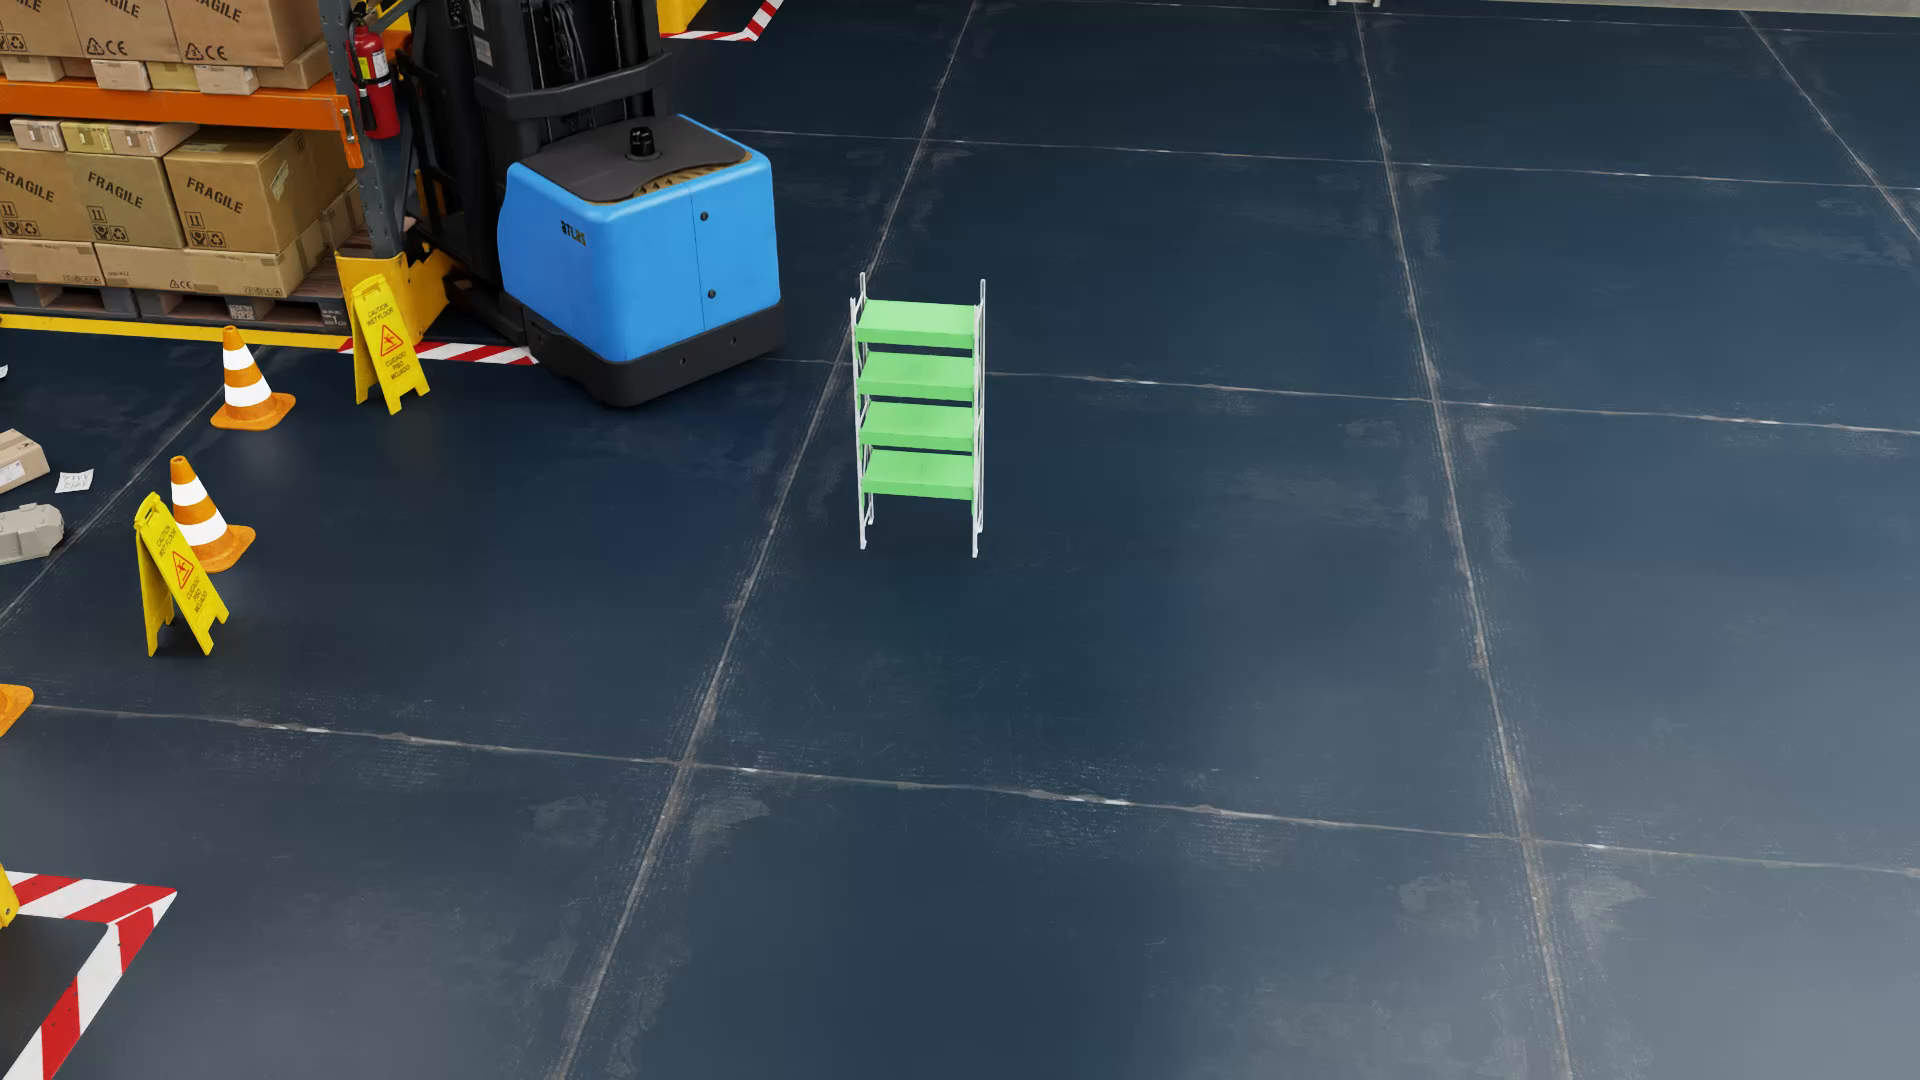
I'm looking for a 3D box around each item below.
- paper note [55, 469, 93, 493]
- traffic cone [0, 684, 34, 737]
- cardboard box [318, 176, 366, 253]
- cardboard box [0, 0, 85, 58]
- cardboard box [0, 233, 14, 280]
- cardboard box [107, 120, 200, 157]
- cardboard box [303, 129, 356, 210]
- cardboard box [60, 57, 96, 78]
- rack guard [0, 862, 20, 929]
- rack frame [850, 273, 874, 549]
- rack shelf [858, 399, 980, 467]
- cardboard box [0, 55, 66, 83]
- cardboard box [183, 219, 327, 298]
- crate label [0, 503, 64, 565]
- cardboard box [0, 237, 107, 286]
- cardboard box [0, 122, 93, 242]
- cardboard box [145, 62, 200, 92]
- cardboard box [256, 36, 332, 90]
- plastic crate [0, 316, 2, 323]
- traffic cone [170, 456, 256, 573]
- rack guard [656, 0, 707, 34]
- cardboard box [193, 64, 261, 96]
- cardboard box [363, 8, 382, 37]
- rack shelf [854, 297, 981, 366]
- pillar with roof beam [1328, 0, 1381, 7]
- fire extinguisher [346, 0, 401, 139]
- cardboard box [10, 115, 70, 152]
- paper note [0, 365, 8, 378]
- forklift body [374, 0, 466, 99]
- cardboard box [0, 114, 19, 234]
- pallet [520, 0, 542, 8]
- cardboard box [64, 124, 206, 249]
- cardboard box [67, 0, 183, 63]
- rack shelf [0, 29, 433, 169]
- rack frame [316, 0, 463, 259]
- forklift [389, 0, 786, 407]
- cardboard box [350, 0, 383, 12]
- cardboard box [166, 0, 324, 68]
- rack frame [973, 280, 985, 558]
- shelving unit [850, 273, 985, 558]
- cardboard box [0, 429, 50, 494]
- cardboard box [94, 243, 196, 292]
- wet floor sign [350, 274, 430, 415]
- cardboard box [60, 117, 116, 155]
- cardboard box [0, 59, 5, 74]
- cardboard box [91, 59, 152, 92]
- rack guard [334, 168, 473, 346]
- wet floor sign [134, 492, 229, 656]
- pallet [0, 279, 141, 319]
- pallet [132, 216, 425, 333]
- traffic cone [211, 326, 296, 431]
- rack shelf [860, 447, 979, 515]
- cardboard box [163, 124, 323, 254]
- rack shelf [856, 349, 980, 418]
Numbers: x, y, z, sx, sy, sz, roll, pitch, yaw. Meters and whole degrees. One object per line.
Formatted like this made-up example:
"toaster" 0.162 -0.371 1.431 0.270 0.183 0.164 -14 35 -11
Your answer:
"paper note" -4.050 -0.272 7.605 0.142 0.019 0.148 -7 36 -10
"traffic cone" -3.735 0.477 6.184 0.334 0.463 0.336 4 36 6
"cardboard box" -3.624 -1.829 9.236 0.500 0.250 0.500 4 36 6
"cardboard box" -4.424 -2.680 8.081 0.500 0.500 0.500 4 36 6
"cardboard box" -5.218 -1.636 8.965 0.500 0.250 0.500 4 36 5
"cardboard box" -4.060 -2.076 8.379 0.250 0.149 0.380 5 36 7
"cardboard box" -3.648 -2.135 9.020 0.500 0.500 0.500 3 36 4
"cardboard box" -4.270 -2.448 8.314 0.250 0.149 0.380 5 36 7
"rack guard" -3.366 1.321 4.969 0.348 0.500 1.175 4 36 6
"rack frame" -0.406 -0.519 6.944 0.015 1.200 0.240 4 36 6
"rack shelf" -0.164 -0.449 6.956 0.480 0.148 0.258 4 36 6
"cardboard box" -4.535 -2.414 8.267 0.250 0.149 0.380 4 36 5
"cardboard box" -3.719 -1.516 8.798 0.500 0.250 0.500 4 36 6
"crate label" -4.042 -0.039 7.187 0.298 0.136 0.250 -14 38 -18
"cardboard box" -4.728 -1.593 8.905 0.500 0.250 0.500 3 36 4
"cardboard box" -4.705 -1.902 8.693 0.500 0.500 0.500 3 36 5
"cardboard box" -3.774 -2.346 8.171 0.250 0.149 0.380 4 36 5
"cardboard box" -3.257 -2.360 8.191 0.250 0.149 0.380 5 36 8
"plastic crate" -5.374 -1.077 8.690 0.583 0.080 0.402 -7 36 -10
"traffic cone" -3.254 -0.149 7.061 0.334 0.463 0.336 4 36 6
"rack guard" -2.207 -4.399 12.983 0.348 0.500 1.175 4 36 6
"cardboard box" -3.523 -2.315 8.128 0.250 0.149 0.380 4 36 5
"cardboard box" -3.170 -2.600 8.527 0.250 0.149 0.380 4 36 6
"rack shelf" -0.164 -0.839 6.677 0.480 0.148 0.258 4 36 6
"pillar with roof beam" 2.596 -5.506 7.219 0.400 9.000 9.100 4 36 6
"fire extinguisher" -2.804 -2.252 7.890 0.183 0.674 0.296 4 36 6
"cardboard box" -4.570 -2.117 8.436 0.250 0.149 0.380 6 36 8
"paper note" -4.899 -0.837 8.396 0.148 0.019 0.142 -7 36 -10
"forklift body" -4.344 -4.162 11.230 1.214 2.155 2.313 4 36 6
"cardboard box" -5.229 -1.939 8.745 0.500 0.500 0.500 6 36 8
"pallet" -2.995 -4.316 13.115 1.213 0.211 1.003 4 36 6
"cardboard box" -4.205 -1.861 8.635 0.500 0.500 0.500 6 36 8
"cardboard box" -3.929 -2.641 8.026 0.500 0.500 0.500 4 36 6
"rack shelf" -4.843 -2.413 8.668 4.000 0.370 1.077 4 36 6
"rack frame" -2.859 -2.558 8.252 0.127 3.000 1.000 4 36 6
"forklift" -2.250 -2.610 8.383 1.130 2.935 3.031 -27 44 -33
"cardboard box" -3.294 -2.915 8.409 0.500 0.500 0.500 4 36 5
"cardboard box" -3.433 -2.601 7.970 0.500 0.500 0.500 4 36 5
"rack frame" 0.078 -0.483 6.893 0.015 1.200 0.240 4 36 6
"shelving unit" -0.164 -0.501 6.919 0.503 1.200 0.258 4 36 6
"cardboard box" -4.416 -0.331 7.585 0.250 0.149 0.380 24 42 30
"cardboard box" -4.208 -1.557 8.855 0.500 0.250 0.500 4 36 6
"wet floor sign" -2.807 -0.969 8.052 0.232 0.644 0.267 17 39 22
"cardboard box" -4.309 -2.097 8.407 0.250 0.149 0.380 5 36 7
"cardboard box" -4.771 -2.484 8.365 0.250 0.149 0.380 4 36 6
"cardboard box" -4.034 -2.348 8.174 0.250 0.149 0.380 5 36 7
"rack guard" -2.935 -1.546 8.986 0.348 0.500 1.175 4 36 6
"wet floor sign" -3.109 0.121 6.525 0.232 0.644 0.267 -2 36 -2
"pallet" -4.942 -1.601 9.311 1.213 0.211 1.003 4 36 6
"pallet" -3.736 -1.509 9.183 1.213 0.211 1.003 4 36 6
"traffic cone" -3.450 -0.814 7.992 0.334 0.463 0.336 4 36 6
"rack shelf" -0.164 -0.253 7.095 0.480 0.148 0.258 4 36 6
"cardboard box" -3.687 -1.824 8.583 0.500 0.500 0.500 4 36 6
"rack shelf" -0.164 -0.644 6.816 0.480 0.148 0.258 4 36 6
